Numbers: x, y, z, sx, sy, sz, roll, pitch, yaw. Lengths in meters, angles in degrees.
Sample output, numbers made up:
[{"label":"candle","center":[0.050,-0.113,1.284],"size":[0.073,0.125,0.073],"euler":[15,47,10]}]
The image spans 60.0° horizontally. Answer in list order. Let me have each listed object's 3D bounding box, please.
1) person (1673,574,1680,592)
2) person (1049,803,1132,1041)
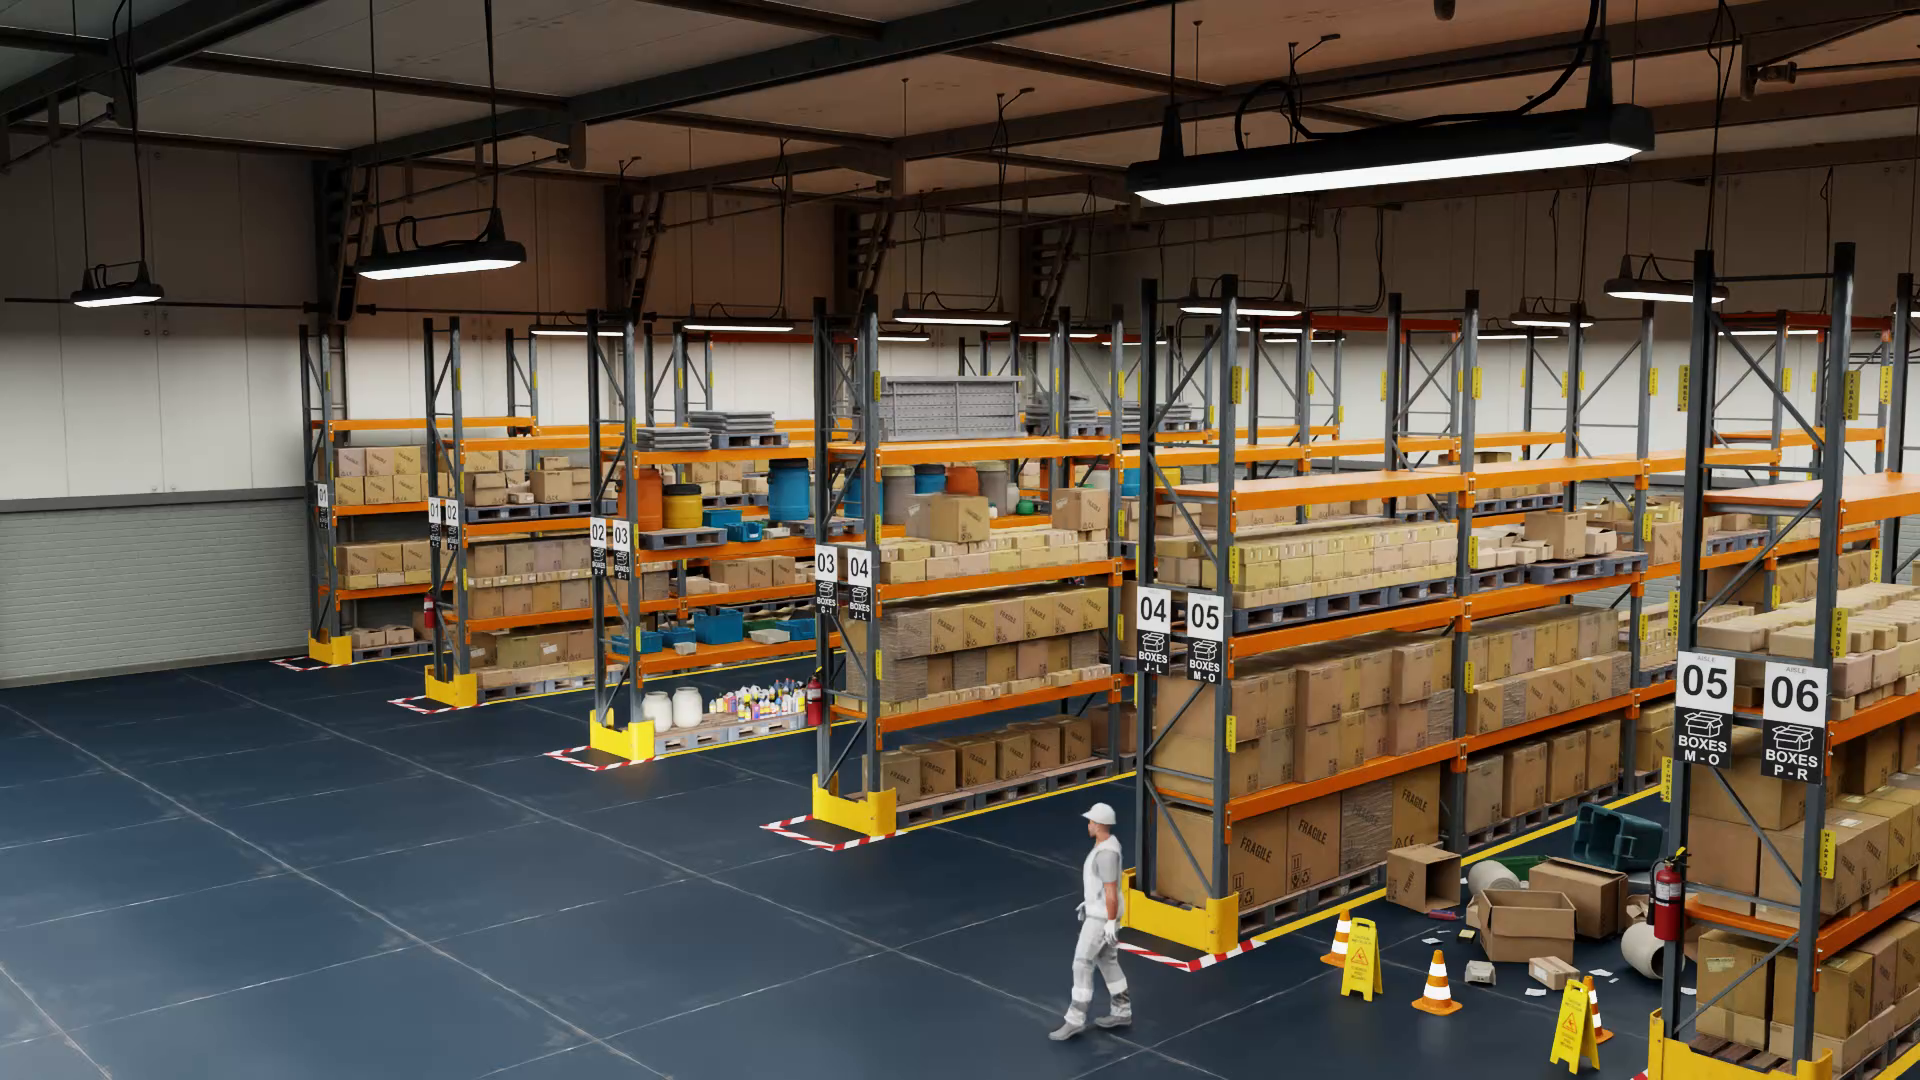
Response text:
[{"label":"person","center":[12.923,1.325,29.811],"size":[0.437,1.719,0.474],"euler":[3,7,29]},{"label":"person","center":[1.045,2.968,13.072],"size":[0.623,1.806,0.628],"euler":[1,6,10]}]
